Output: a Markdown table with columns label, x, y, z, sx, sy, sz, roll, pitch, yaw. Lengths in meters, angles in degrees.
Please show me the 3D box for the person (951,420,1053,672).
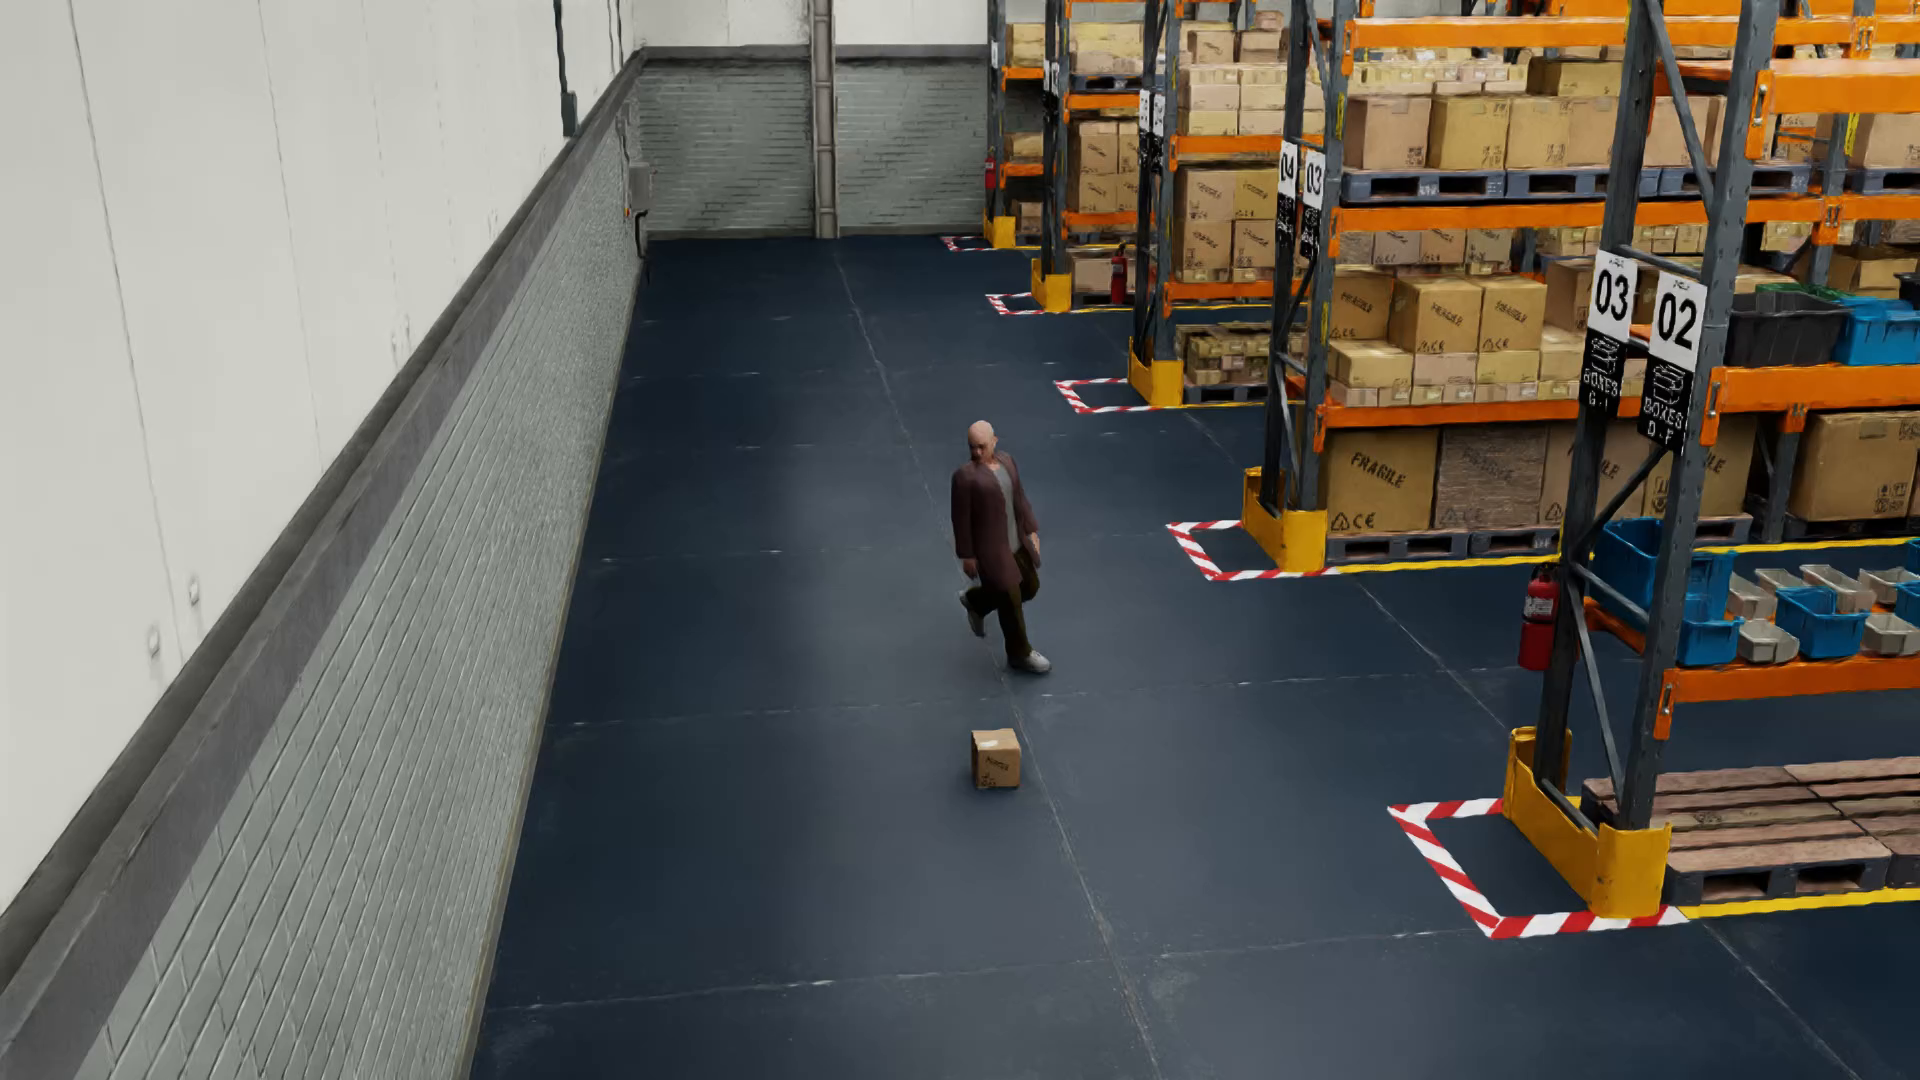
| label | x | y | z | sx | sy | sz | roll | pitch | yaw |
| --- | --- | --- | --- | --- | --- | --- | --- | --- | --- |
| person | 0.236 | 0.035 | 11.032 | 0.776 | 1.740 | 0.646 | 15 | 25 | 36 |
